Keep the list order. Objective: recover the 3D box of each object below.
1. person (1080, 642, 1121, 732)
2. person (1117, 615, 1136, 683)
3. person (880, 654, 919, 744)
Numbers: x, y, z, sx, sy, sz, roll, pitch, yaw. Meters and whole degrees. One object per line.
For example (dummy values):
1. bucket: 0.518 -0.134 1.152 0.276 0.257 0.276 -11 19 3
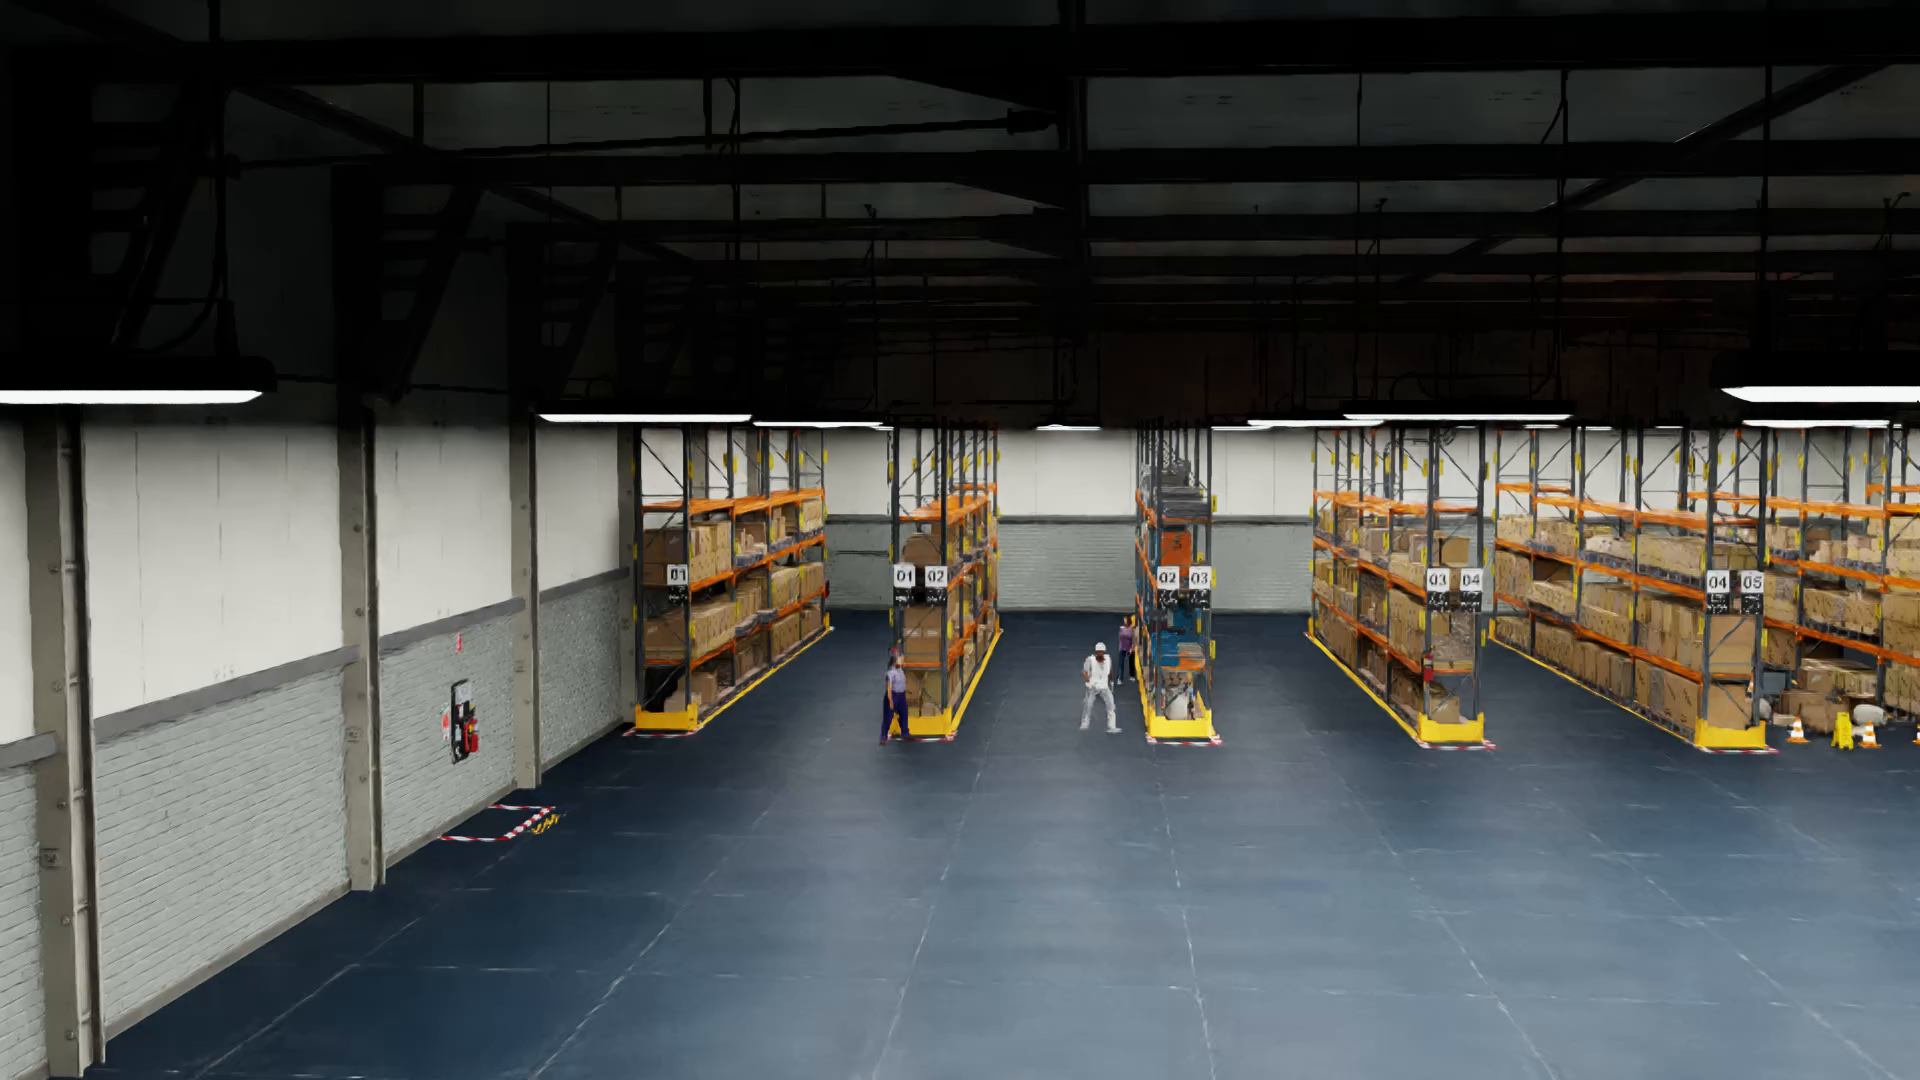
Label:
1. person: 2.640 2.787 31.696 0.703 1.718 0.843 -1 4 -11
2. person: 3.804 2.486 37.799 0.410 1.501 0.958 1 4 14
3. person: -1.159 2.898 30.520 0.526 1.640 0.700 3 5 34
